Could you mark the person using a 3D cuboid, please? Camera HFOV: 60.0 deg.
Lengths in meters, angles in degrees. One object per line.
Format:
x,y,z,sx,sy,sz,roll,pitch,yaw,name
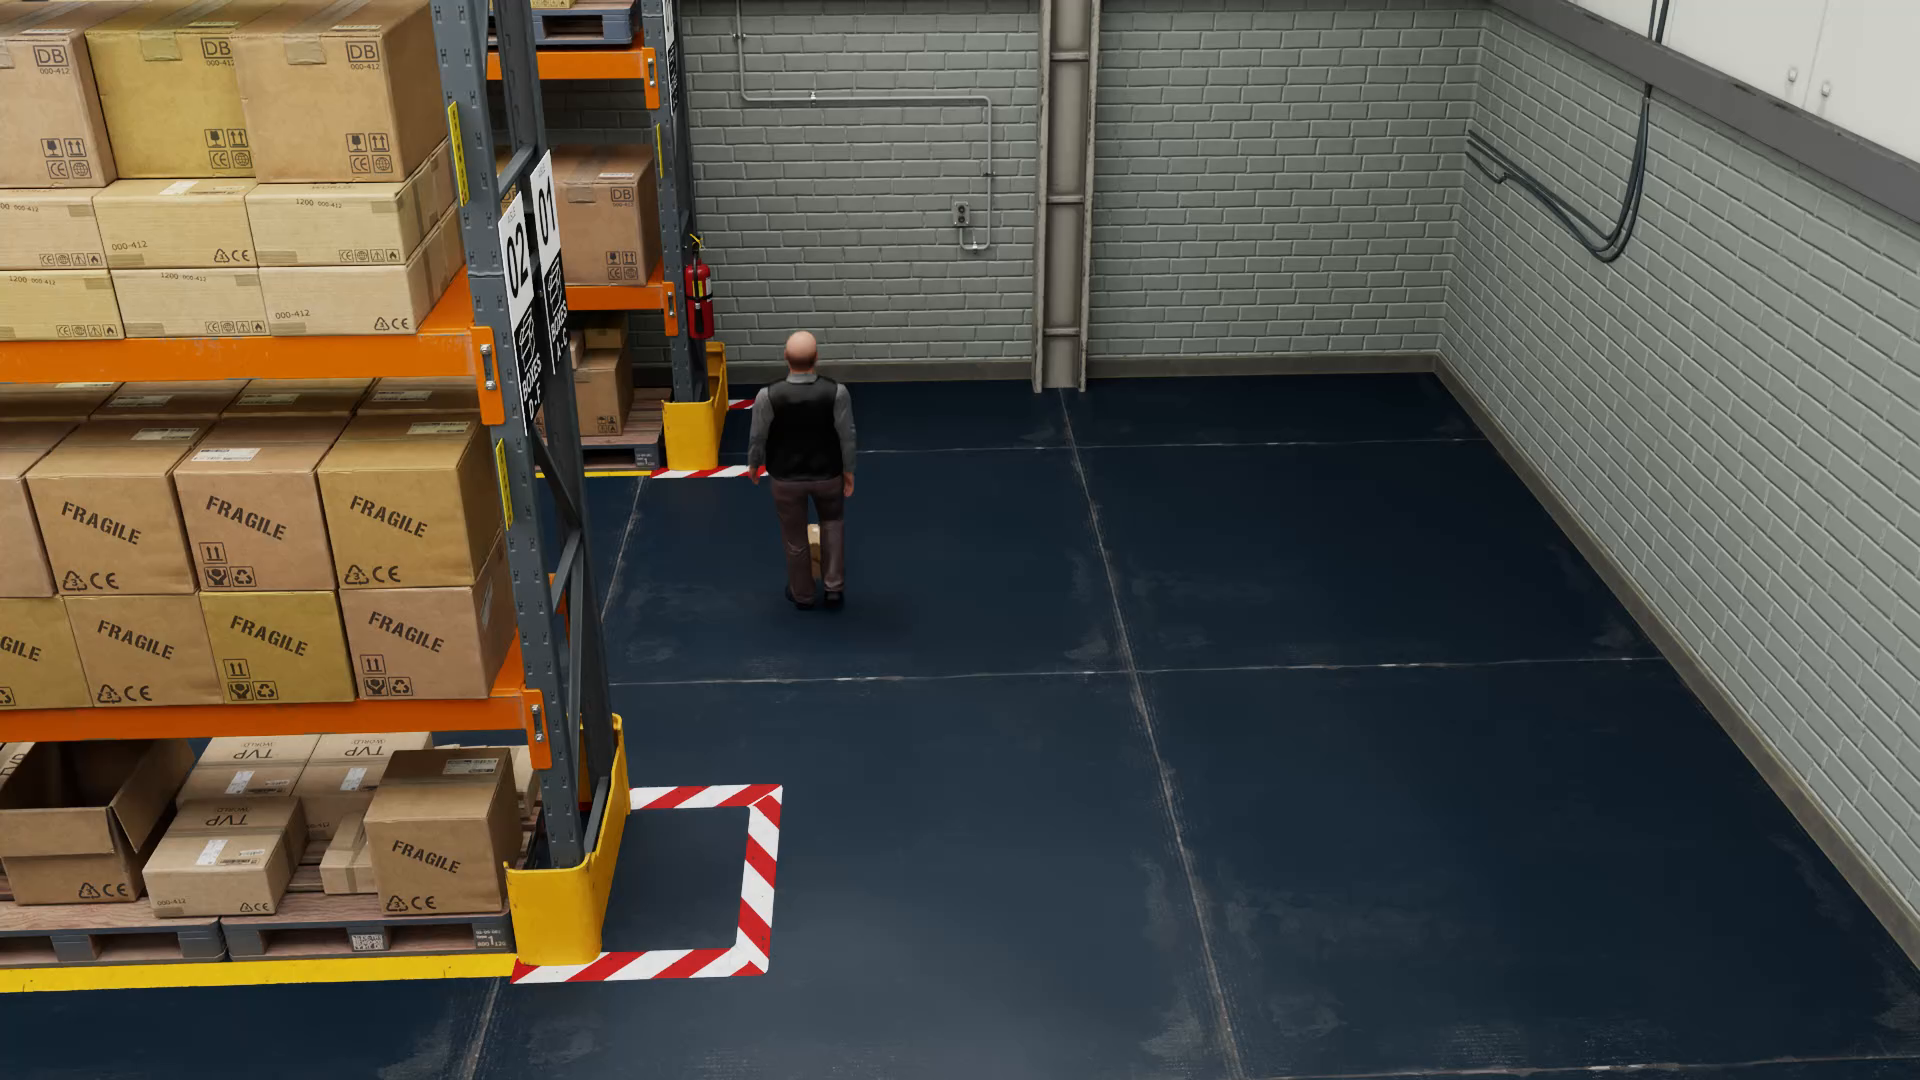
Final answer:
-0.887,-0.369,9.372,0.595,1.745,0.456,-6,28,-11,person
